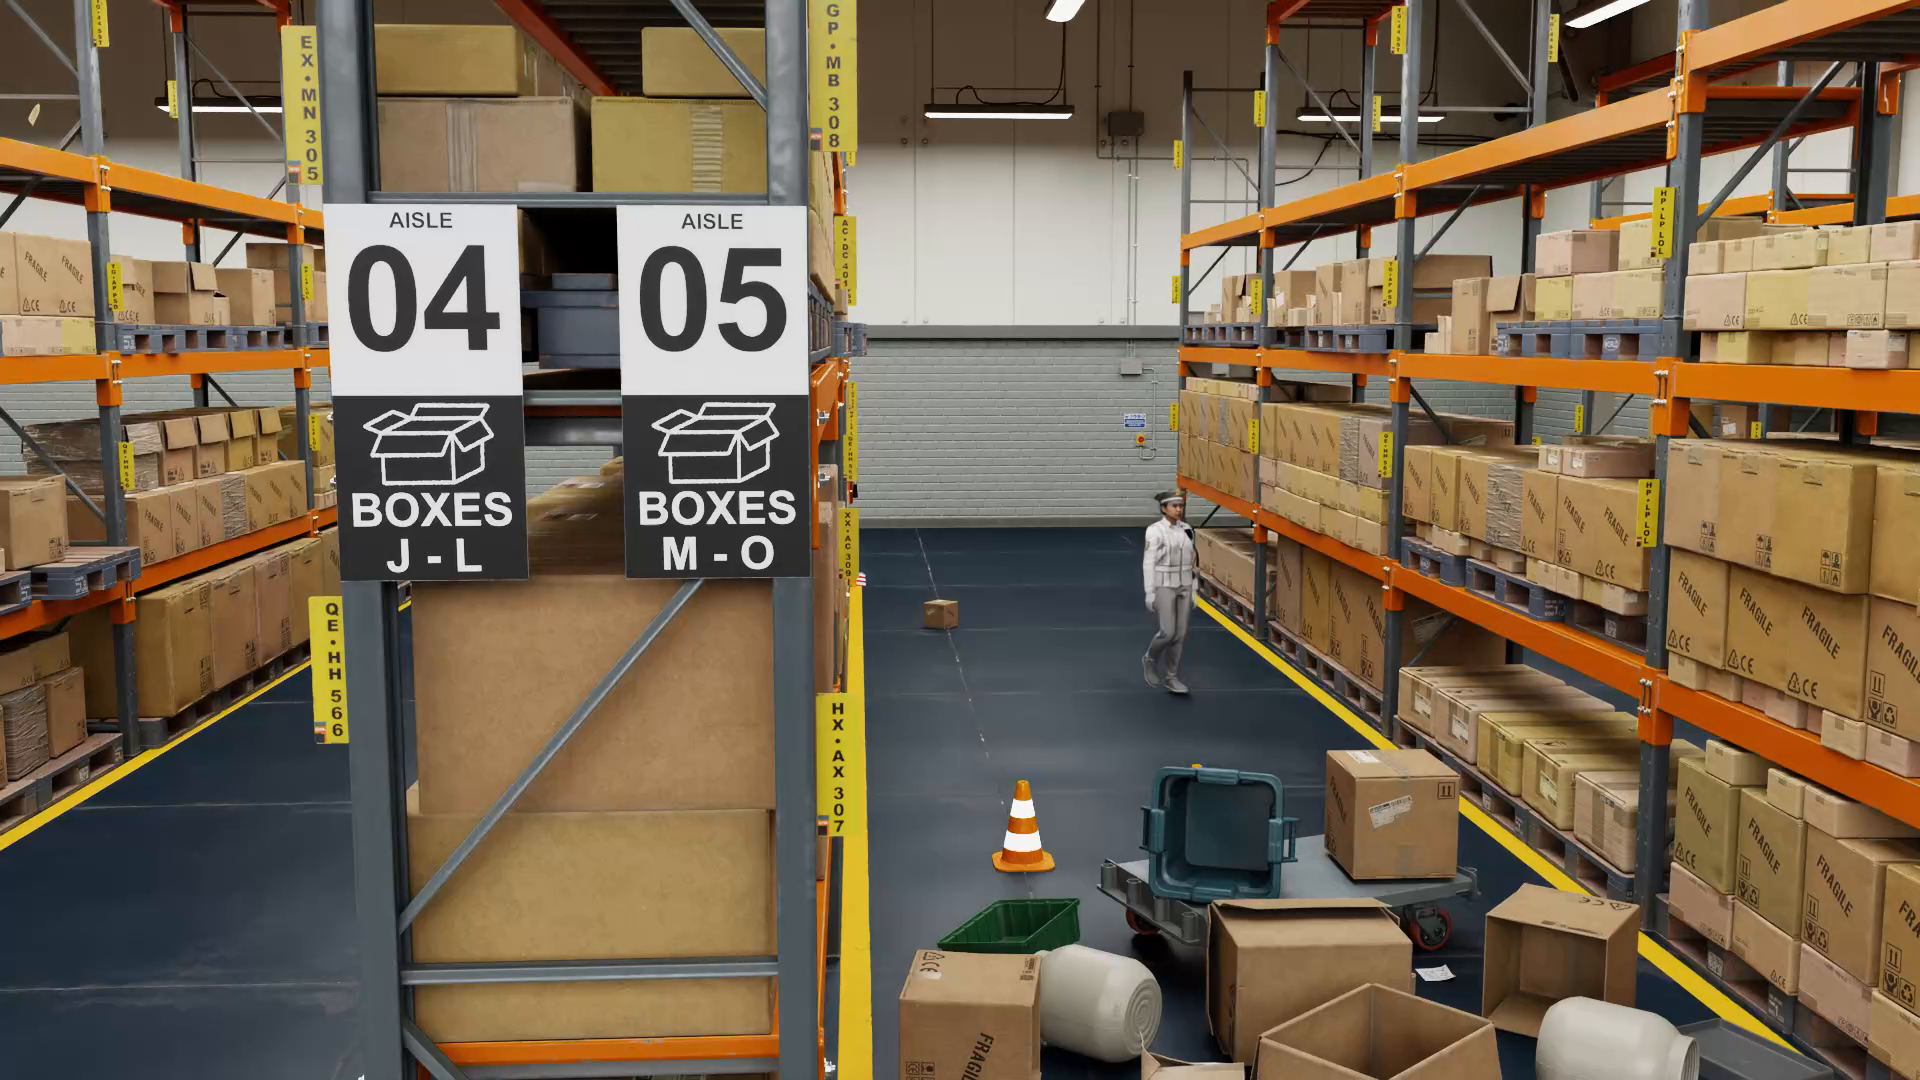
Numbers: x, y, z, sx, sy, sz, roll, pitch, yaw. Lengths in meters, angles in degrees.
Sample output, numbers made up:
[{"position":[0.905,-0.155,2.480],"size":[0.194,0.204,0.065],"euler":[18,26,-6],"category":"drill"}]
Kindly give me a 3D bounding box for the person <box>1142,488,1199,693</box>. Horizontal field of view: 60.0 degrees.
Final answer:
[{"position":[1.739,0.405,13.662],"size":[0.492,1.681,0.454],"euler":[-4,8,-27],"category":"person"}]
